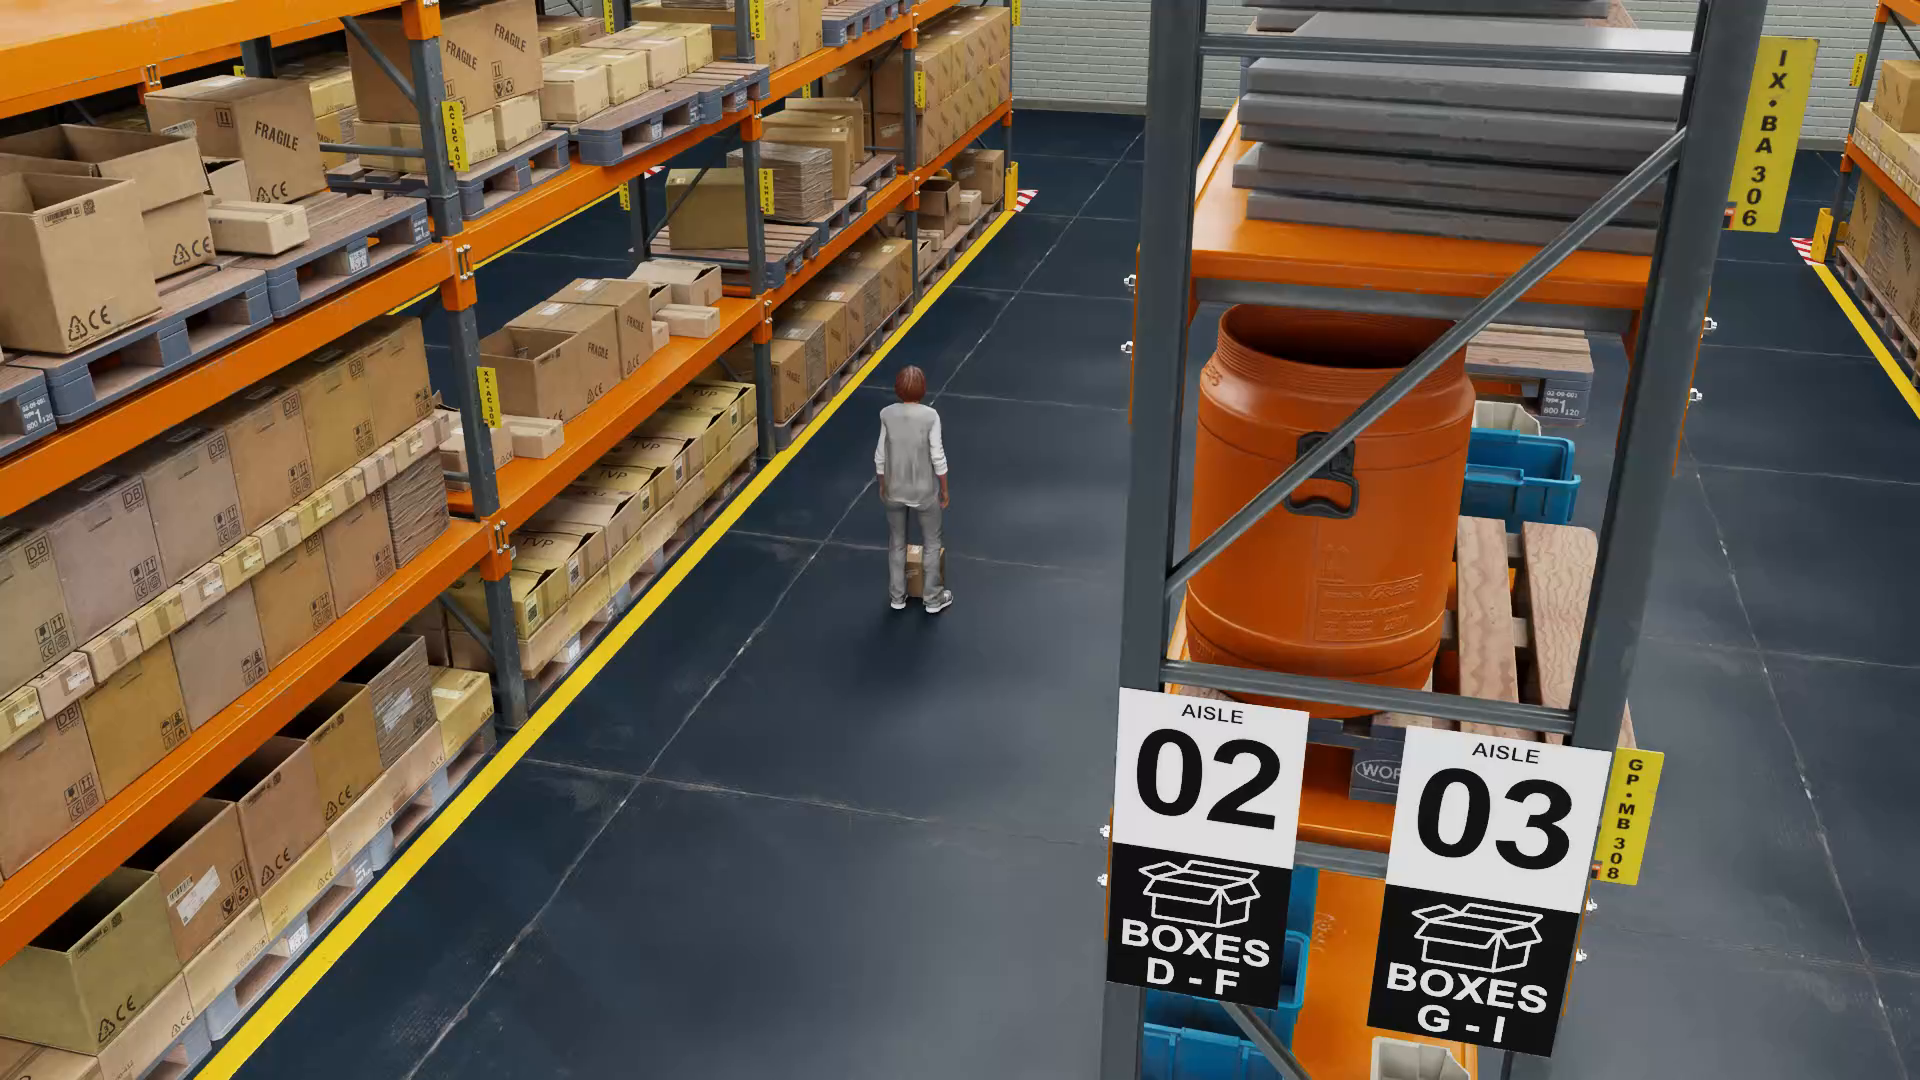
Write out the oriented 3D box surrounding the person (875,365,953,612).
[{"bbox_3d":[-0.296,-0.298,10.318,0.460,1.593,0.345,6,26,13],"label":"person"}]
